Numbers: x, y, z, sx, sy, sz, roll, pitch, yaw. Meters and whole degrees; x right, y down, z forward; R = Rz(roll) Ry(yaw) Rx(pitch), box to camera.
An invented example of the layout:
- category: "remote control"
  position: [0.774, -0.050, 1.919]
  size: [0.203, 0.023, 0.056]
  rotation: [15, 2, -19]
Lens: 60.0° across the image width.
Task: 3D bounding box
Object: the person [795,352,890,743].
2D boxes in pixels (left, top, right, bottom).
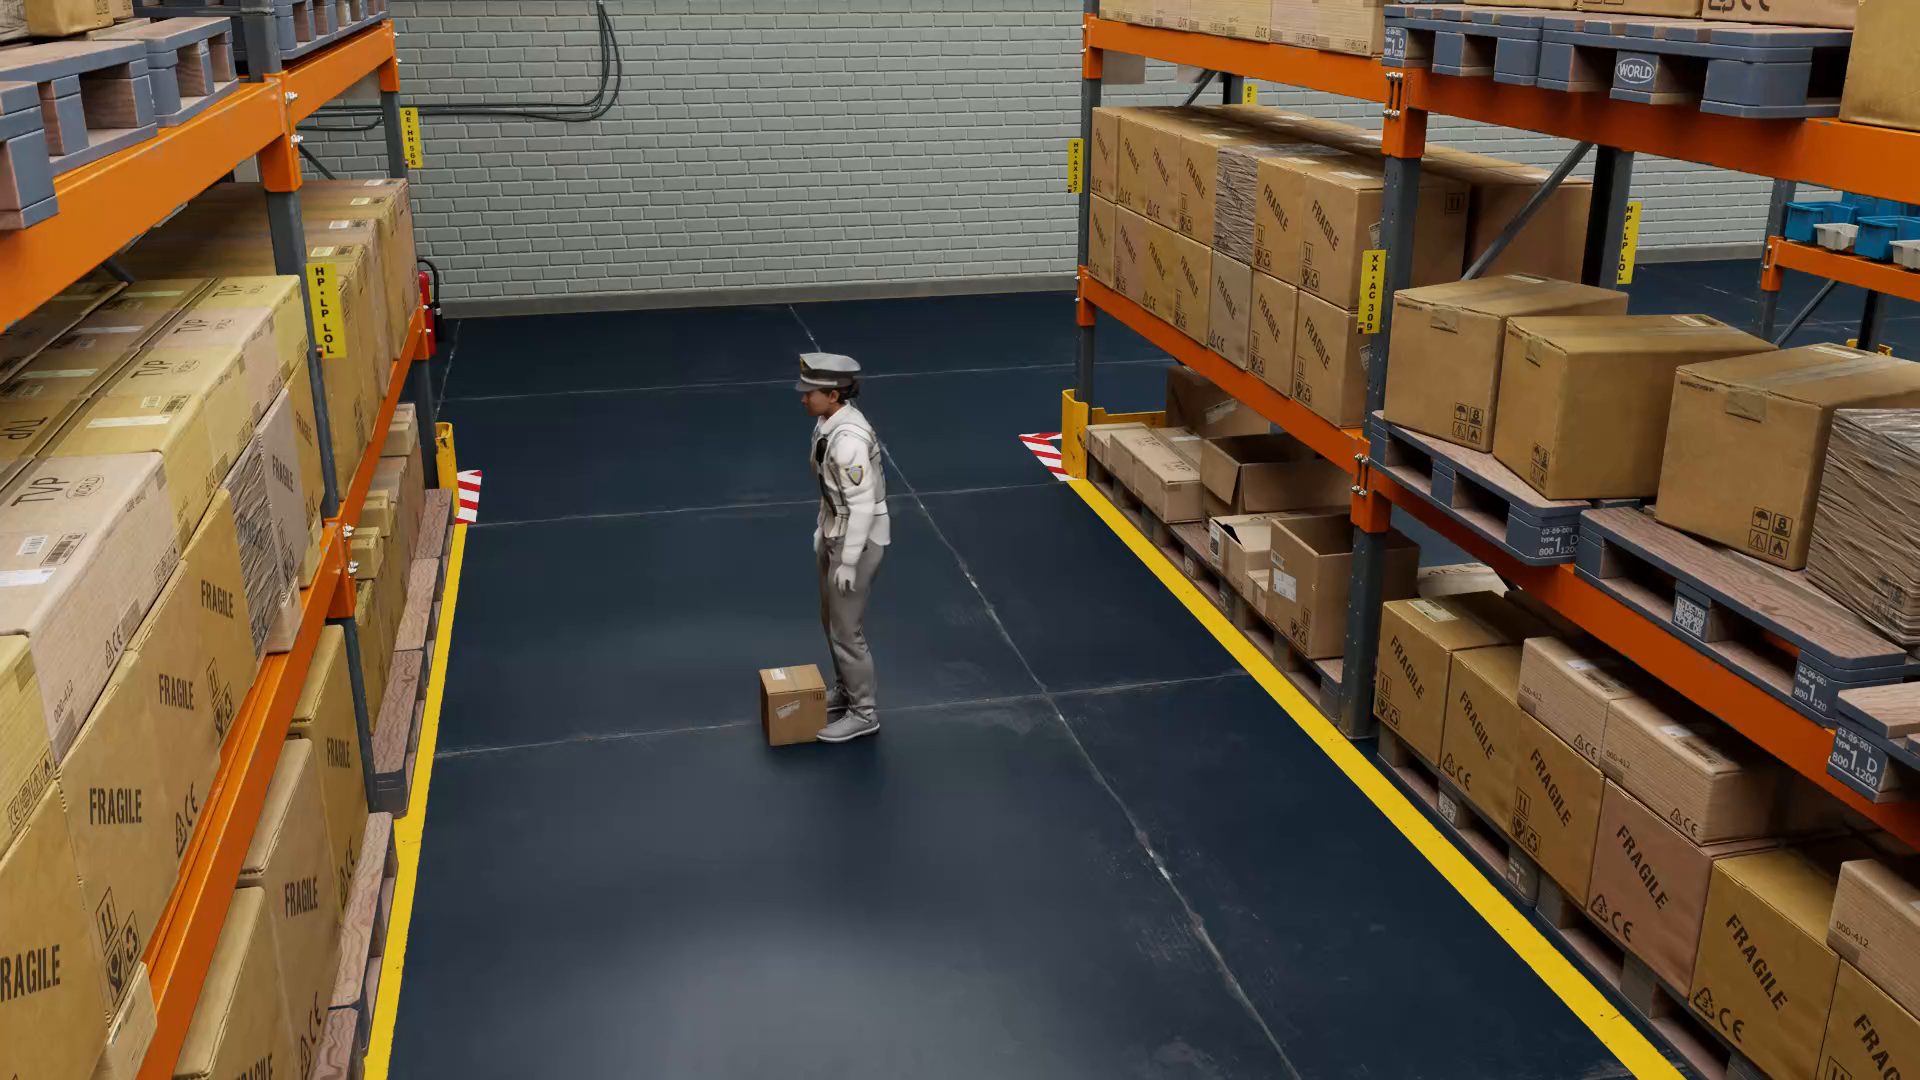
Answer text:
- category: "person"
  position: [-0.488, 0.027, 6.988]
  size: [0.372, 1.666, 0.543]
  rotation: [-5, 20, -15]
